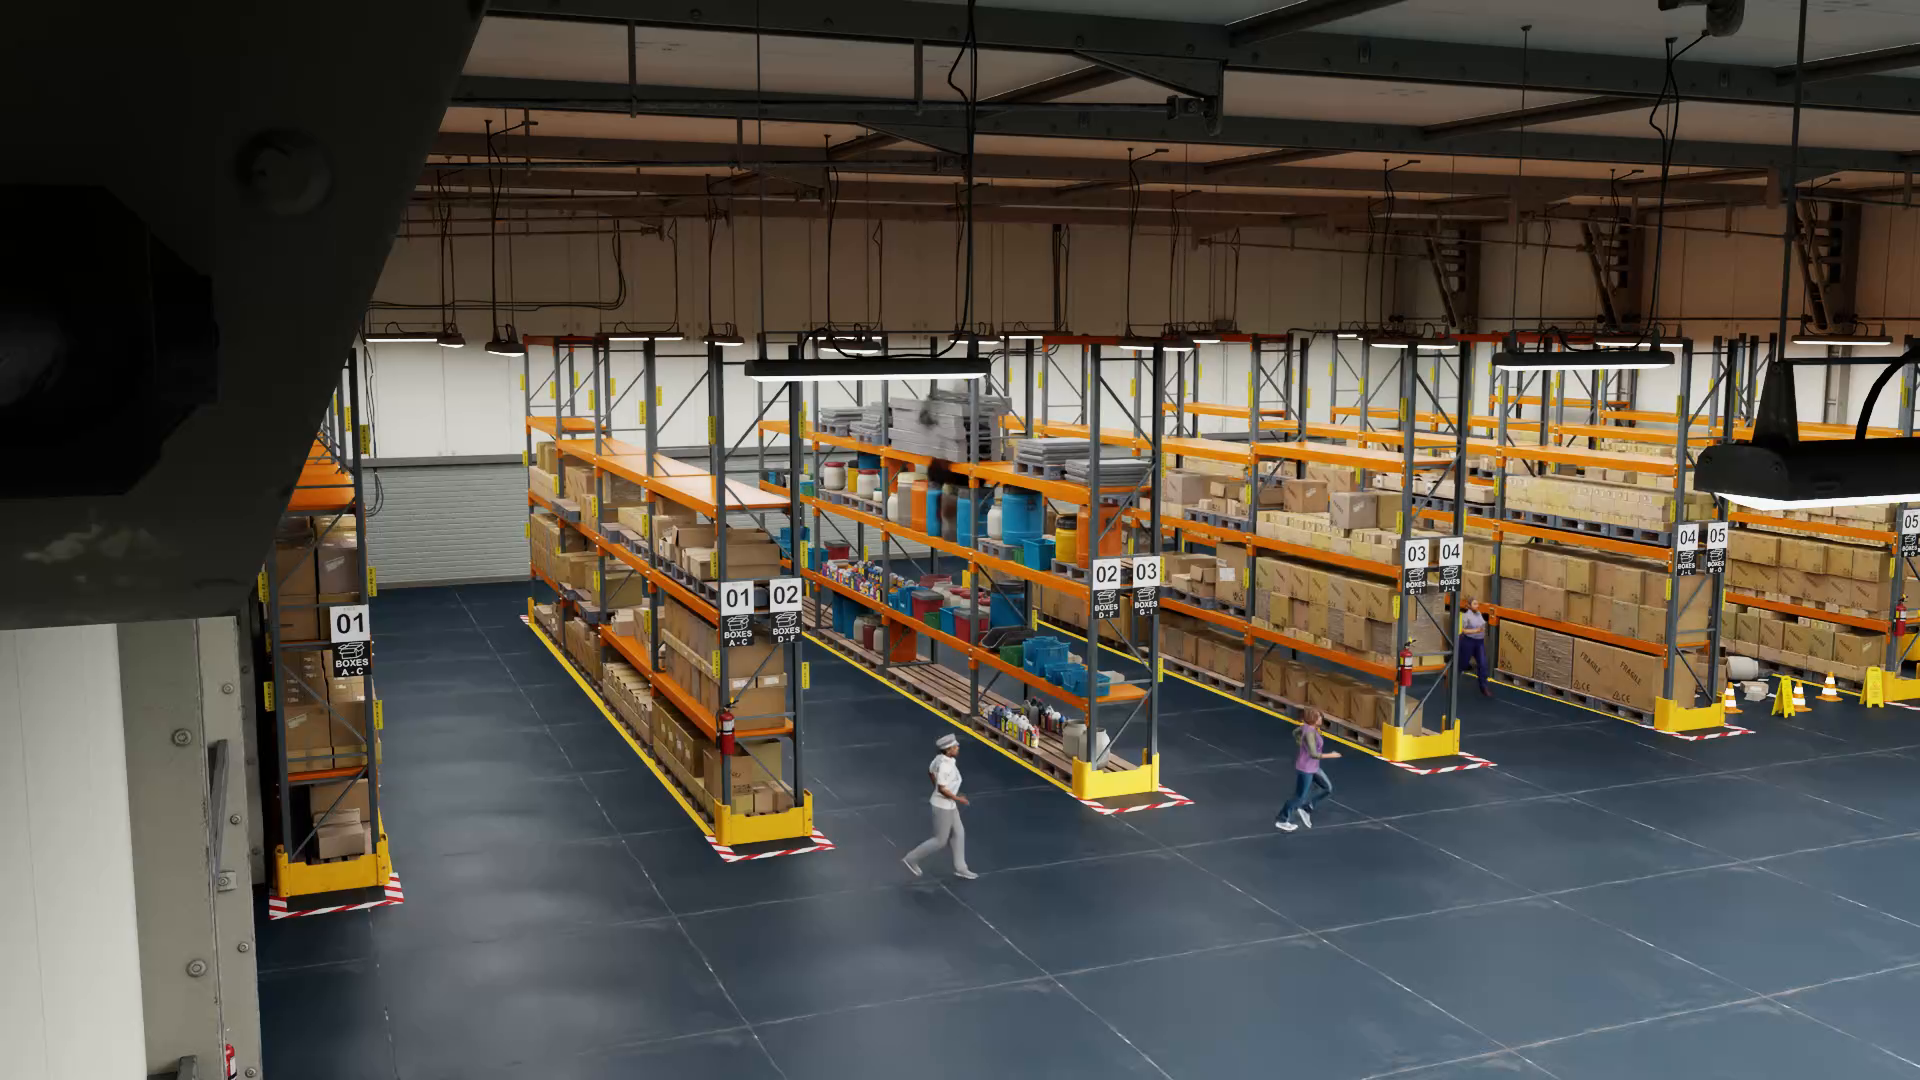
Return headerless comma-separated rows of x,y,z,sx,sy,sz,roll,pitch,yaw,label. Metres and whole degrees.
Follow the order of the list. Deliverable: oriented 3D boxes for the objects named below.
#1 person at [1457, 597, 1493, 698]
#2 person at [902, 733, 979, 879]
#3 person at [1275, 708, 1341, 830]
8.637,1.778,28.073,0.610,1.640,0.926,-3,8,-25,person
-0.219,3.017,18.767,0.862,1.704,0.598,0,8,0,person
4.306,2.814,20.514,0.777,1.548,0.551,2,8,17,person
